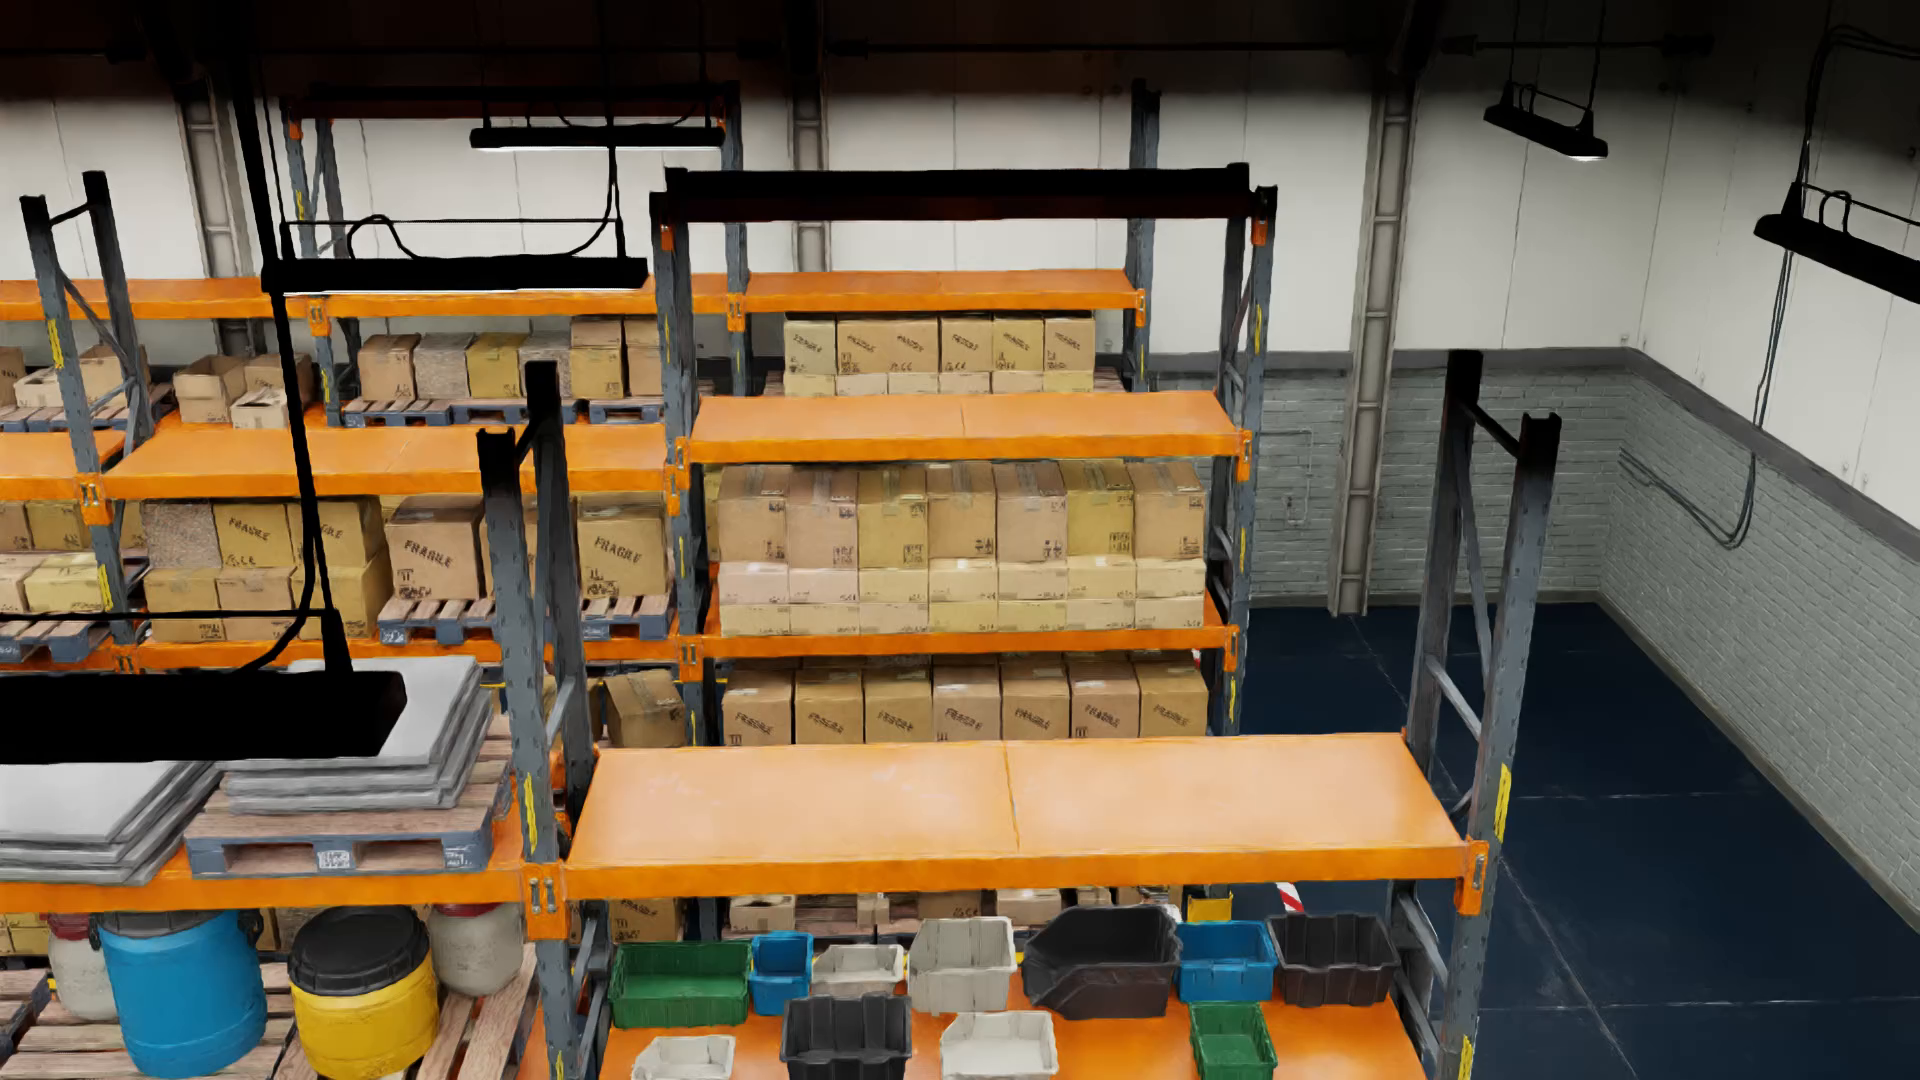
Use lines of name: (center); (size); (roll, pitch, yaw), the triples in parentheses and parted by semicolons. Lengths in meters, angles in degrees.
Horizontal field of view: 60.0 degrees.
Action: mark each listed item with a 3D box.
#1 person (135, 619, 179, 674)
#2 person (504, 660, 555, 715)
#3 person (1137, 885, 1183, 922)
person: (-7.792, 1.199, 16.134); (0.782, 1.527, 0.562); (-8, 23, -18)
person: (-3.965, 1.456, 15.264); (1.042, 1.733, 0.577); (-1, 22, -3)
person: (1.313, 3.018, 11.514); (0.658, 1.667, 0.492); (-1, 22, -3)
